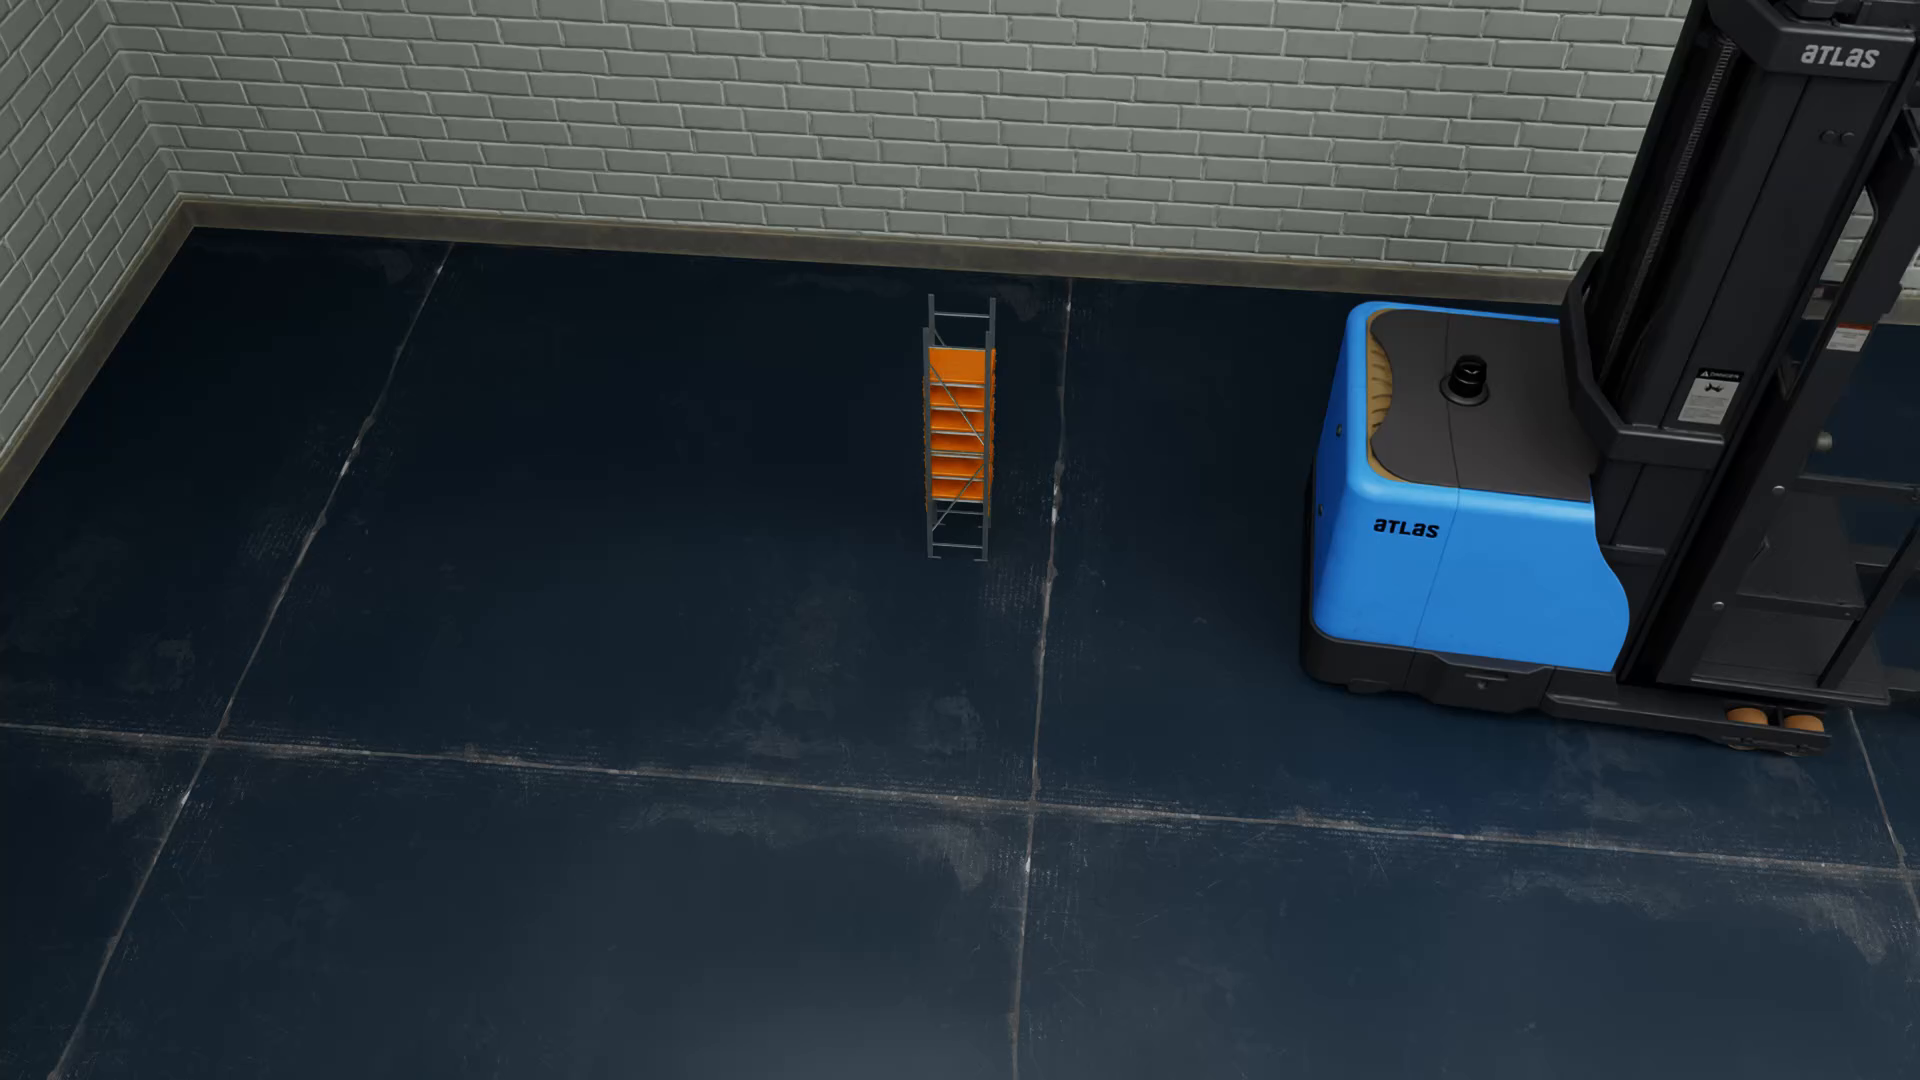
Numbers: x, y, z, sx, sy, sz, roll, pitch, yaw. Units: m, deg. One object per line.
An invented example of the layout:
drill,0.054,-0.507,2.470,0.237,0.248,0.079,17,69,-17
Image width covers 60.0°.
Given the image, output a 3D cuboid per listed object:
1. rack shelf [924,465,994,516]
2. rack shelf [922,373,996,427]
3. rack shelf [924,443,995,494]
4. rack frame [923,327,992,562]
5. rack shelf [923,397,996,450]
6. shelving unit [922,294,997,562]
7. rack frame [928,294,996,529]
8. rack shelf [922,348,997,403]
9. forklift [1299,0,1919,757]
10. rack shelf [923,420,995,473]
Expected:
rack shelf,-0.001,-0.202,6.507,0.258,0.103,0.180,4,48,4
rack shelf,-0.001,-0.526,6.153,0.258,0.103,0.180,4,48,4
rack shelf,-0.001,-0.283,6.419,0.258,0.103,0.180,4,48,4
rack frame,-0.010,-0.327,6.236,0.240,1.200,0.006,4,48,4
rack shelf,-0.001,-0.445,6.242,0.258,0.103,0.180,4,48,4
shelving unit,-0.001,-0.394,6.298,0.258,1.200,0.189,4,48,4
rack frame,0.007,-0.462,6.359,0.240,1.200,0.006,4,48,4
rack shelf,-0.001,-0.607,6.065,0.258,0.103,0.180,4,48,4
forklift,2.838,-0.628,5.339,3.031,2.935,1.130,7,48,6
rack shelf,-0.001,-0.364,6.330,0.258,0.103,0.180,4,48,4
